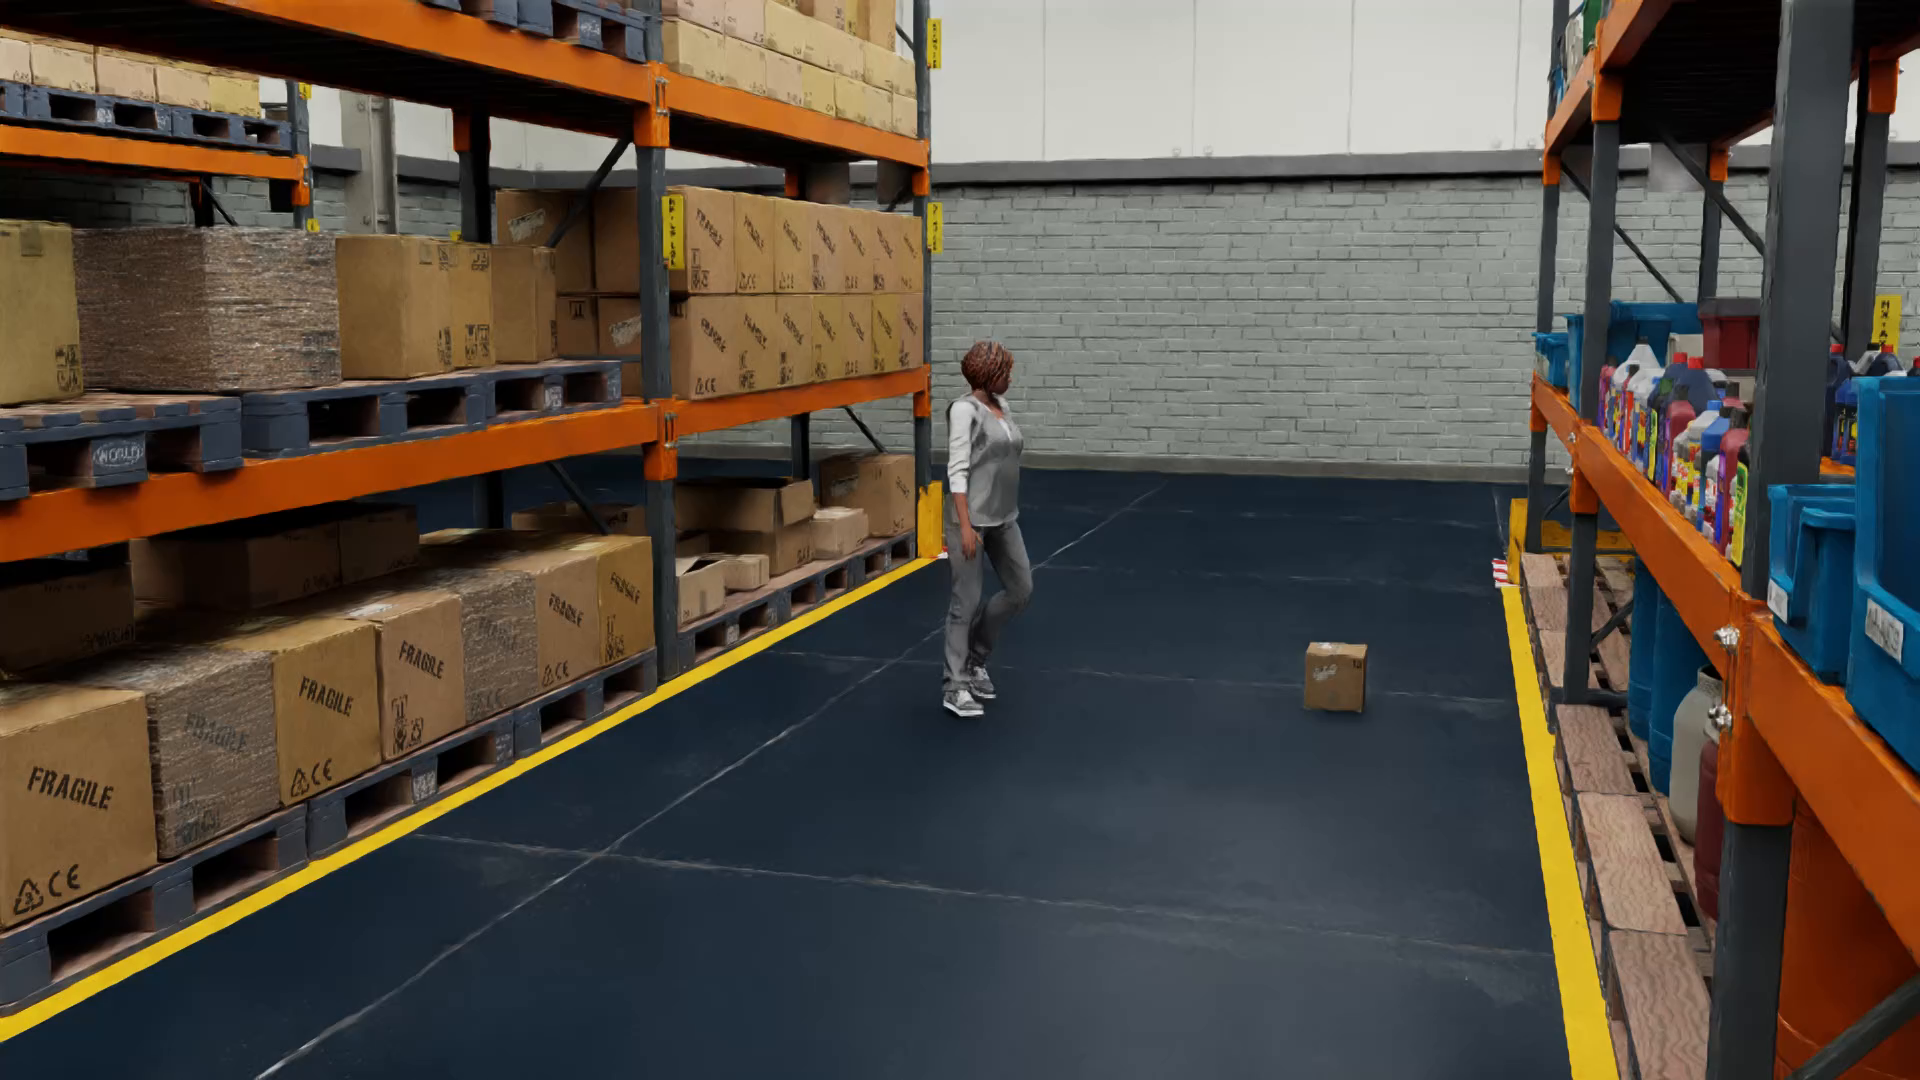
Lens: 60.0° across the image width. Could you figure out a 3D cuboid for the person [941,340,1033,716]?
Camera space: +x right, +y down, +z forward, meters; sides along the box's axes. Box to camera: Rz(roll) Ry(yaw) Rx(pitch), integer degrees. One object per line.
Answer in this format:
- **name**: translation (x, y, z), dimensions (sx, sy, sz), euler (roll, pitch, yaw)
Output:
- **person**: translation (0.060, -0.063, 7.199), dimensions (0.380, 1.590, 0.470), euler (6, 11, 36)
